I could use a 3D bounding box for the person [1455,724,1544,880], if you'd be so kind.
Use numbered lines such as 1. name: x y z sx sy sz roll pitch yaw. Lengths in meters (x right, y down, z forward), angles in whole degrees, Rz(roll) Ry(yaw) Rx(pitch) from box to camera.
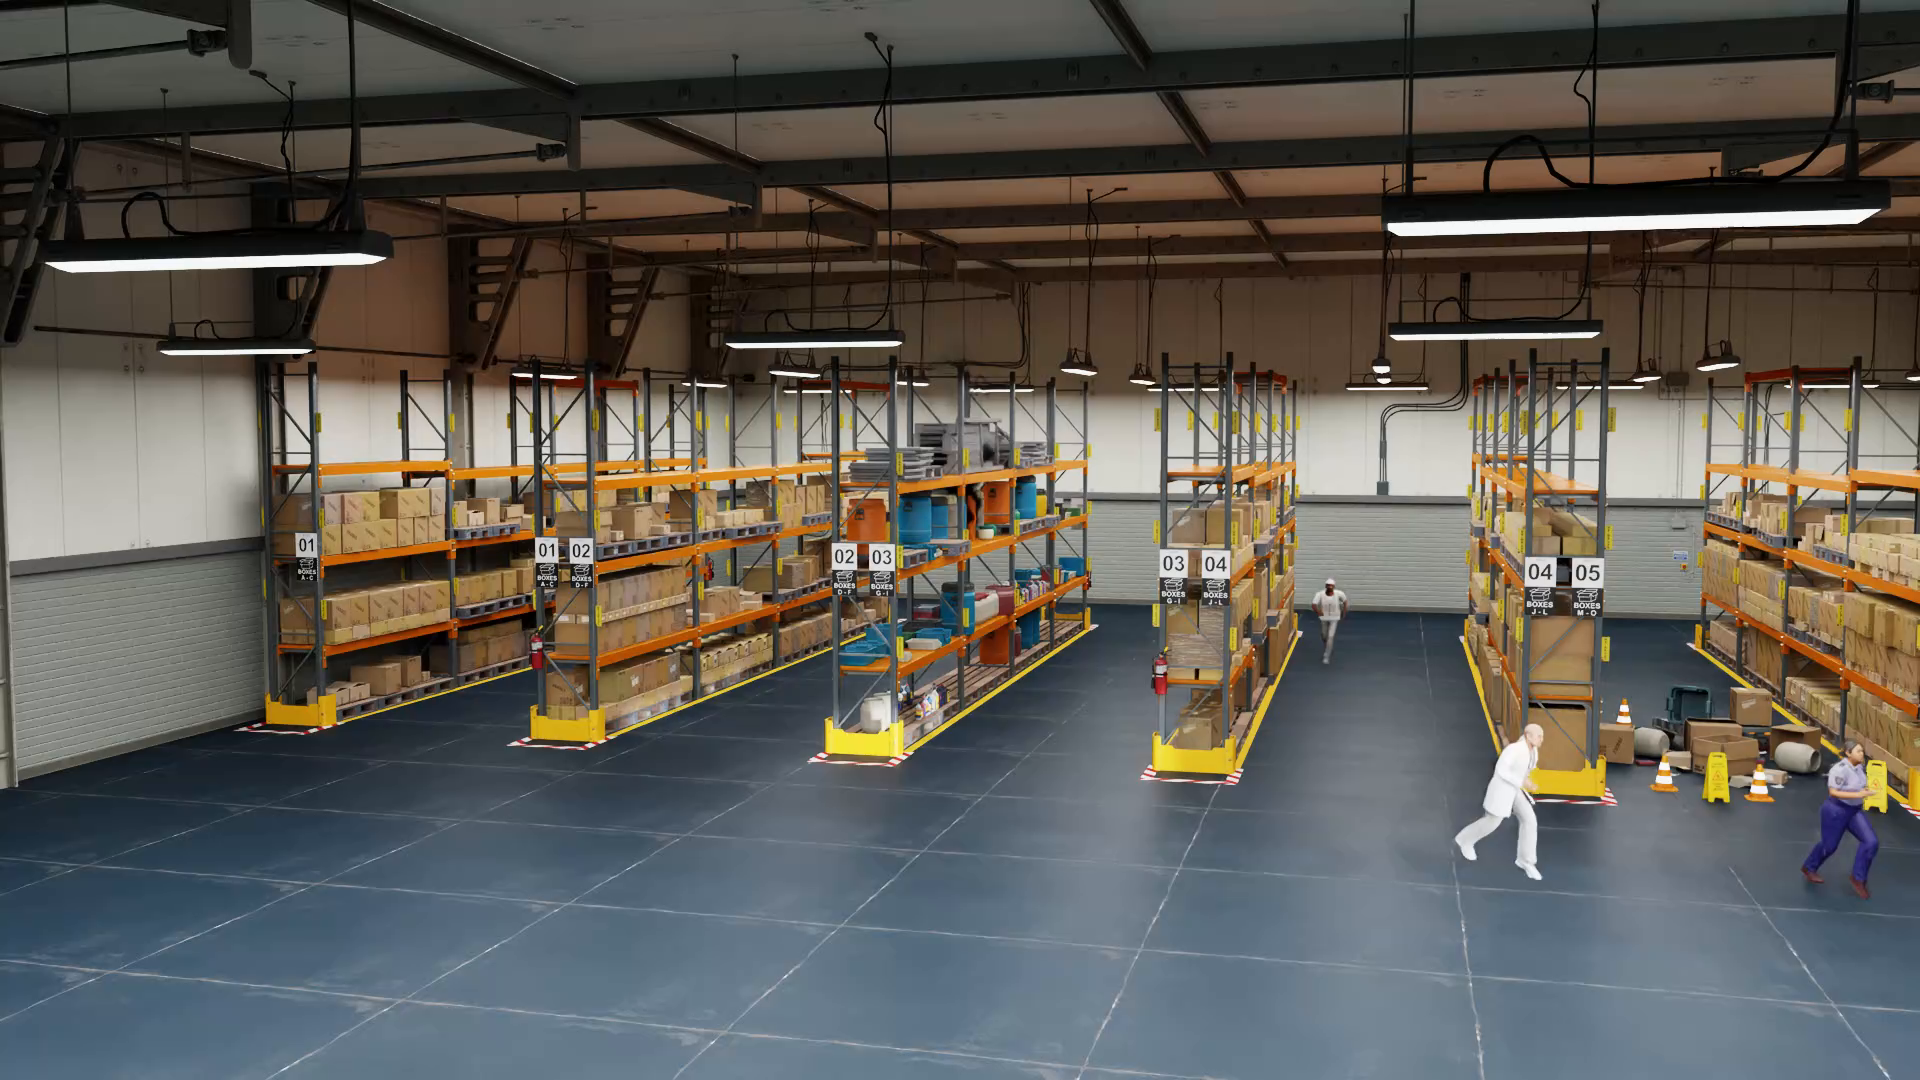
1. person: 6.072 2.870 18.606 0.754 1.743 1.033 -4 6 -44

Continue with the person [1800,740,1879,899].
1. person: 9.386 2.947 17.735 0.626 1.685 0.828 -2 5 -28

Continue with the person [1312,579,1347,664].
1. person: 7.750 1.673 34.917 0.725 1.752 1.004 1 4 16
